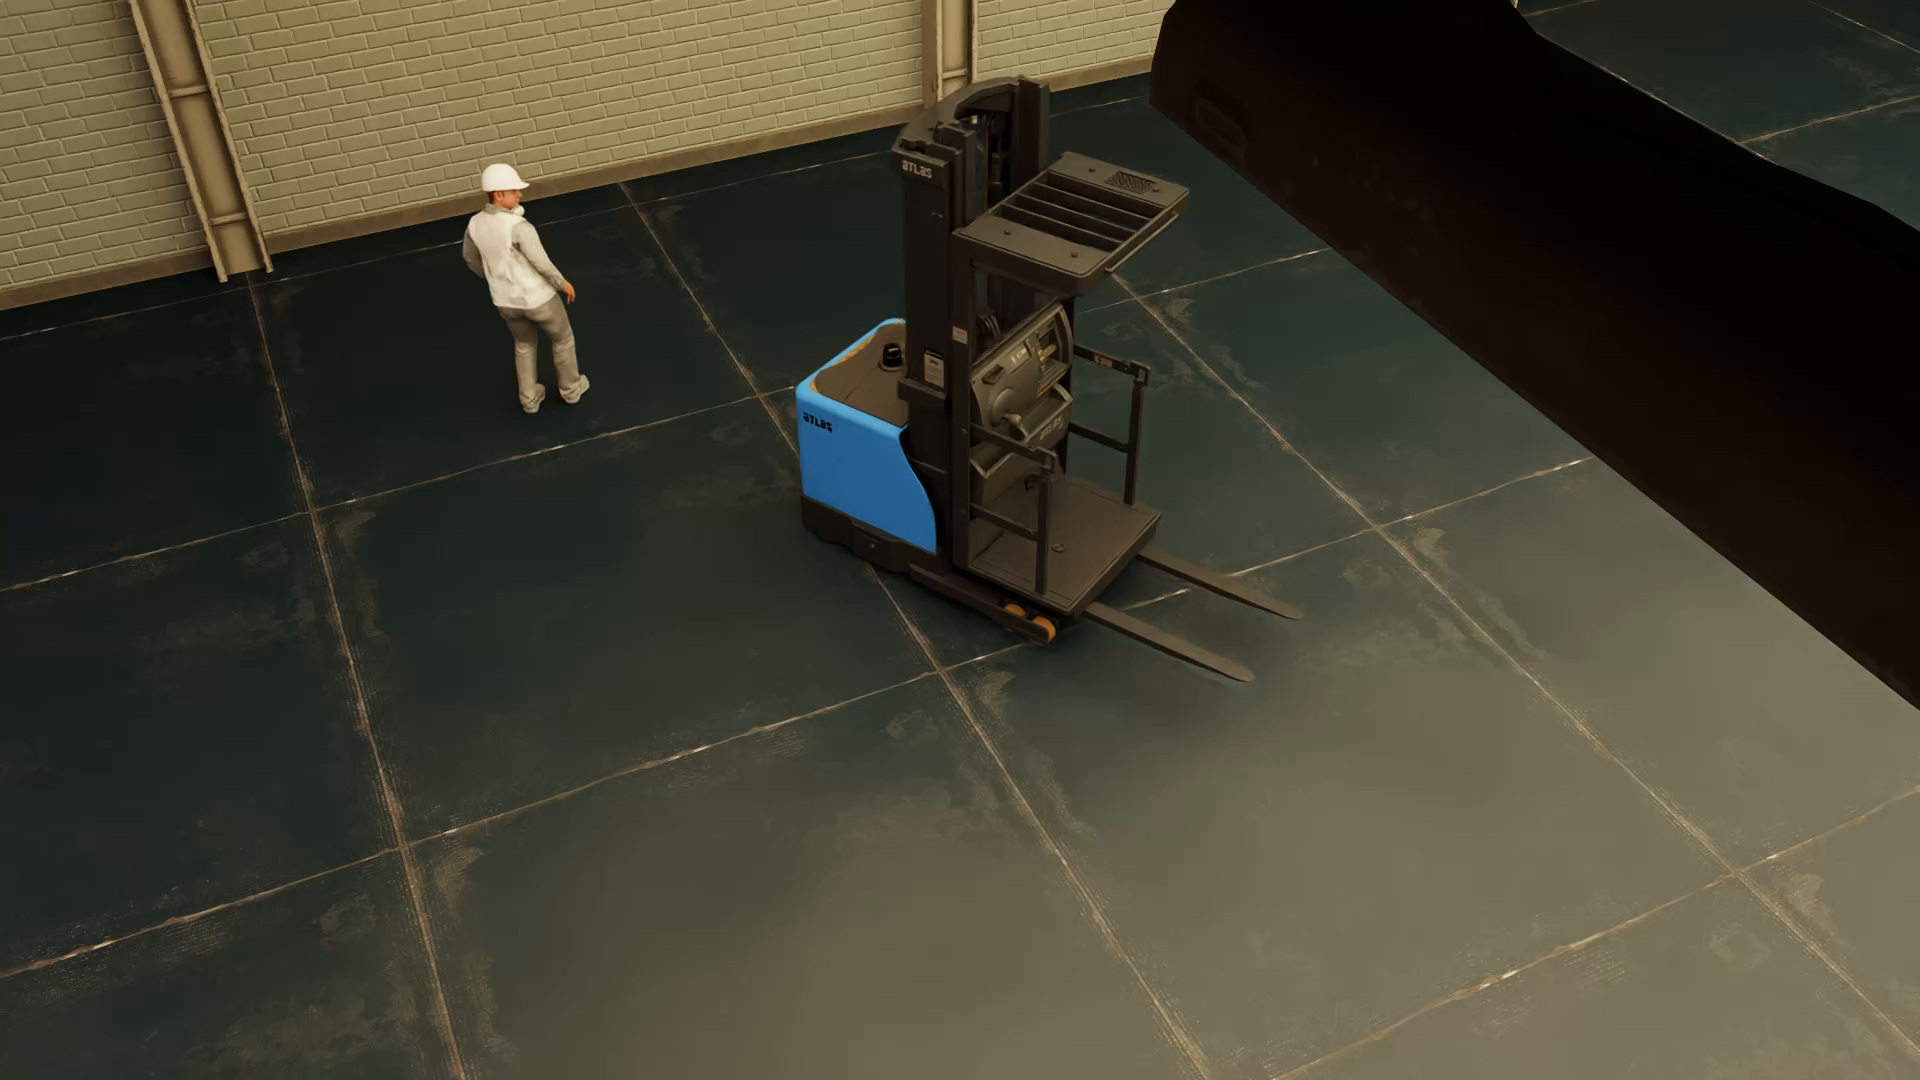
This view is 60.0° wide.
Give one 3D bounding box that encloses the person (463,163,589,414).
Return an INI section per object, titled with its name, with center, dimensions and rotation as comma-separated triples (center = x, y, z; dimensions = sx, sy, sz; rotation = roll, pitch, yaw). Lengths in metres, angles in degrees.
[person]
center = -2.858, -1.661, 10.931
dimensions = 0.726, 1.752, 0.513
rotation = 11, 41, 13

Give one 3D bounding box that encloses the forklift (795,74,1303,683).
[forklift]
center = 0.518, -0.909, 9.105
dimensions = 3.031, 2.935, 1.130
rotation = 24, 45, 26
